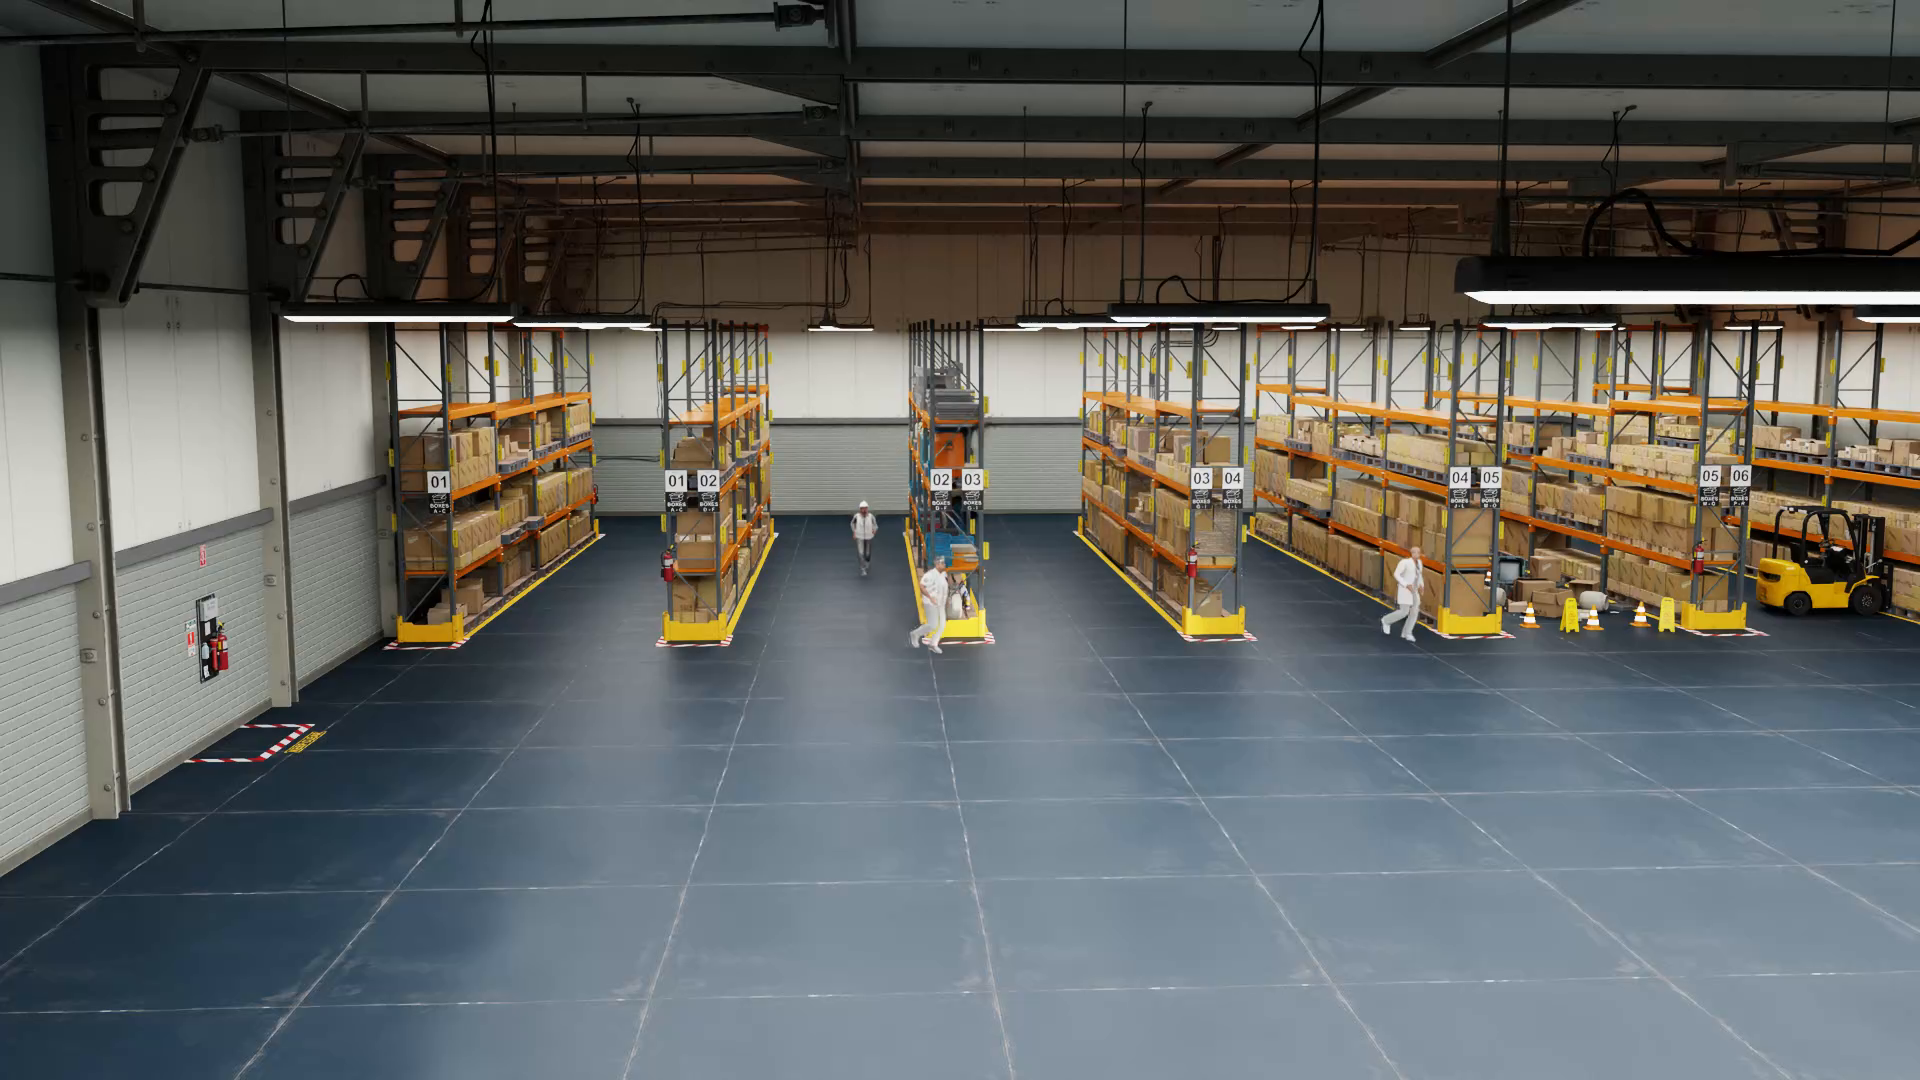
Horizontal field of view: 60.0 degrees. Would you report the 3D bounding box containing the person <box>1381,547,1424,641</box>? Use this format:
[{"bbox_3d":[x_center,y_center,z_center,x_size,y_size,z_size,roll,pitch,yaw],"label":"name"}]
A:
[{"bbox_3d":[8.488,0.991,31.531,0.768,1.752,0.800,-5,9,-36],"label":"person"}]

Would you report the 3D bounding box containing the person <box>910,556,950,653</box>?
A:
[{"bbox_3d":[-0.475,1.146,30.289,0.655,1.747,0.708,6,9,38],"label":"person"}]

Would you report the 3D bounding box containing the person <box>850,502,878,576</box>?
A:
[{"bbox_3d":[-2.300,-0.057,39.868,0.646,1.760,0.882,-1,7,-6],"label":"person"}]
